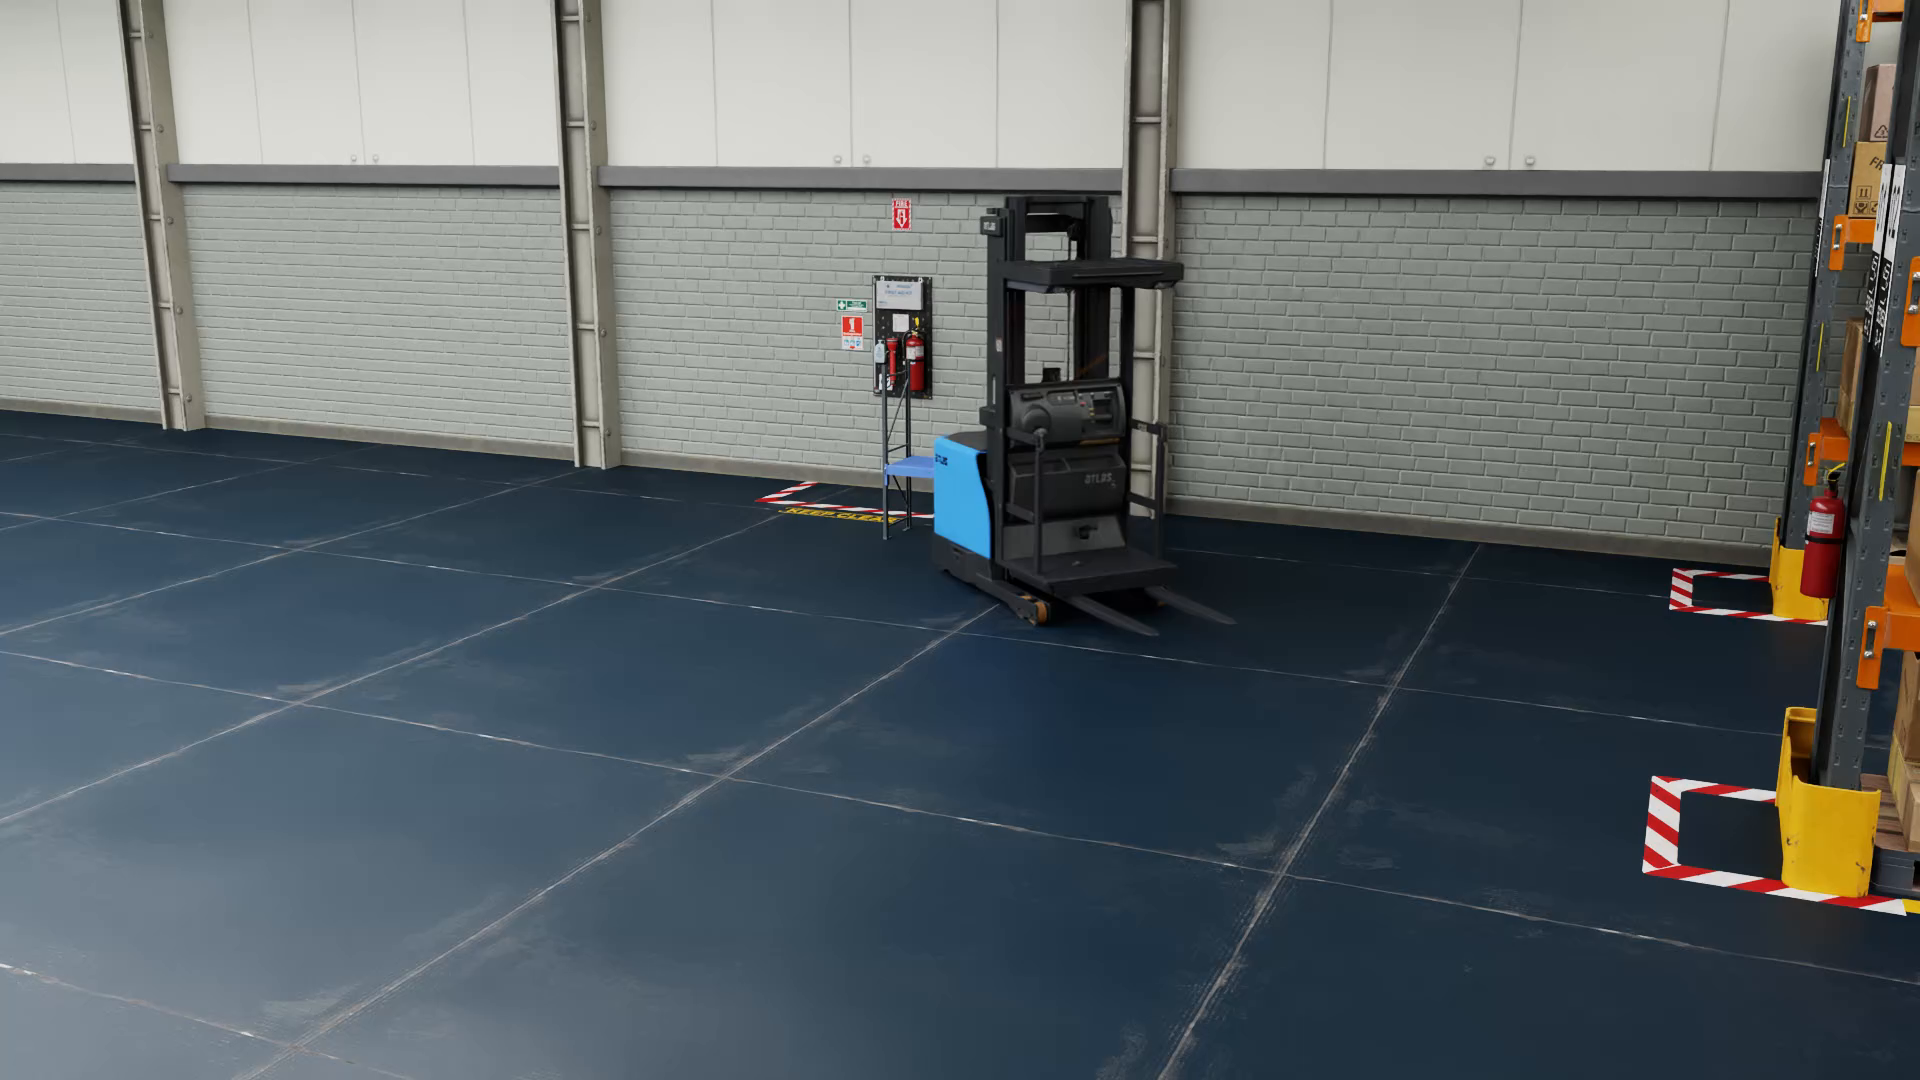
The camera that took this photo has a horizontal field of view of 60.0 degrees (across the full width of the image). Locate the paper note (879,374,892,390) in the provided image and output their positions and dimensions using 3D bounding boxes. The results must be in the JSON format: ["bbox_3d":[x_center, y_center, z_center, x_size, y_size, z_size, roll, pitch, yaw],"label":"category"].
[{"bbox_3d":[-0.721,-1.534,16.156,0.142,0.148,0.016,6,14,23],"label":"paper note"}]

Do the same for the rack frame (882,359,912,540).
[{"bbox_3d":[-0.543,-0.785,14.318,0.032,1.500,0.500,6,14,23],"label":"rack frame"}]

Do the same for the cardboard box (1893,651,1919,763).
[{"bbox_3d":[4.760,0.767,7.878,0.500,0.500,0.500,6,14,23],"label":"cardboard box"}]

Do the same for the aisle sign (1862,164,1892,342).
[{"bbox_3d":[4.208,-1.323,7.635,0.004,0.787,0.394,6,14,23],"label":"aisle sign"}]

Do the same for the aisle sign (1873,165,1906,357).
[{"bbox_3d":[3.965,-1.197,7.101,0.004,0.787,0.394,6,14,23],"label":"aisle sign"}]

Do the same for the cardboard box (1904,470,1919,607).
[{"bbox_3d":[4.571,0.008,7.438,0.500,0.500,0.700,6,14,23],"label":"cardboard box"}]

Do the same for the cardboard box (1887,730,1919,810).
[{"bbox_3d":[4.759,1.132,7.962,0.500,0.250,0.500,6,14,23],"label":"cardboard box"}]

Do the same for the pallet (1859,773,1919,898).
[{"bbox_3d":[4.866,1.430,7.699,1.213,0.211,1.003,6,14,23],"label":"pallet"}]

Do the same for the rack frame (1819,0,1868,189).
[{"bbox_3d":[6.152,-3.945,11.370,0.127,3.000,1.000,6,14,23],"label":"rack frame"}]

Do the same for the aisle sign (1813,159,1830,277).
[{"bbox_3d":[5.965,-2.234,11.520,0.004,0.787,0.394,6,14,23],"label":"aisle sign"}]

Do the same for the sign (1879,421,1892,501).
[{"bbox_3d":[3.919,-0.334,7.045,0.005,0.325,0.100,6,14,23],"label":"sign"}]

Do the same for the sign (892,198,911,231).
[{"bbox_3d":[-0.554,-3.082,15.751,0.199,0.298,0.001,6,14,23],"label":"sign"}]

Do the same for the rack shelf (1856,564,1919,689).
[{"bbox_3d":[5.978,0.546,6.938,4.000,0.370,1.077,6,14,23],"label":"rack shelf"}]

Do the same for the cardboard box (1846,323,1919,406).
[{"bbox_3d":[6.467,-1.219,11.529,0.500,0.500,0.500,6,14,23],"label":"cardboard box"}]

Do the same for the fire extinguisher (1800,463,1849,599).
[{"bbox_3d":[4.229,-0.060,8.113,0.183,0.674,0.296,6,14,23],"label":"fire extinguisher"}]

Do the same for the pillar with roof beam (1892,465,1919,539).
[{"bbox_3d":[5.399,-3.162,8.032,0.400,9.000,9.100,6,14,23],"label":"pillar with roof beam"}]

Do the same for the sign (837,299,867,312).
[{"bbox_3d":[-1.050,-2.278,16.159,0.331,0.109,0.001,6,14,23],"label":"sign"}]

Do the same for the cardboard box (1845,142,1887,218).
[{"bbox_3d":[6.357,-2.460,11.345,0.500,0.500,0.500,6,15,25],"label":"cardboard box"}]

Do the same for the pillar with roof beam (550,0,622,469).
[{"bbox_3d":[-5.572,-4.272,12.764,0.400,9.000,9.100,6,14,23],"label":"pillar with roof beam"}]

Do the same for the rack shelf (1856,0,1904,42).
[{"bbox_3d":[7.981,-3.408,10.664,4.000,0.370,1.077,6,14,23],"label":"rack shelf"}]

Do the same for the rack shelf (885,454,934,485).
[{"bbox_3d":[-0.078,-0.563,14.158,1.000,0.185,0.538,6,14,23],"label":"rack shelf"}]

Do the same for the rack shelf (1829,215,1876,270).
[{"bbox_3d":[7.981,-1.950,11.006,4.000,0.370,1.077,6,14,23],"label":"rack shelf"}]

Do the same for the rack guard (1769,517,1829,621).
[{"bbox_3d":[6.222,0.199,12.311,0.348,0.500,1.175,6,14,23],"label":"rack guard"}]

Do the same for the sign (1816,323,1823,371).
[{"bbox_3d":[5.933,-1.333,11.473,0.005,0.325,0.100,6,14,23],"label":"sign"}]

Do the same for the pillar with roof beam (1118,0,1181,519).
[{"bbox_3d":[-0.087,-3.717,10.398,0.400,9.000,9.100,6,14,23],"label":"pillar with roof beam"}]

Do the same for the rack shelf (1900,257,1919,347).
[{"bbox_3d":[5.978,-0.915,6.595,4.000,0.370,1.077,6,14,23],"label":"rack shelf"}]

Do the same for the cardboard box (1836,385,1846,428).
[{"bbox_3d":[6.658,-0.959,12.058,0.500,0.250,0.500,6,14,24],"label":"cardboard box"}]

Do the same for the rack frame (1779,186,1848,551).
[{"bbox_3d":[6.152,-1.025,12.055,0.127,3.000,1.000,6,14,23],"label":"rack frame"}]

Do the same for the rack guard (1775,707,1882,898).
[{"bbox_3d":[4.127,1.225,7.939,0.348,0.500,1.175,6,14,23],"label":"rack guard"}]

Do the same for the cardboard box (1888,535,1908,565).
[{"bbox_3d":[6.749,0.153,11.959,0.500,0.311,0.500,4,14,17],"label":"cardboard box"}]

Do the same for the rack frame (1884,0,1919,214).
[{"bbox_3d":[4.149,-2.910,6.959,0.127,3.000,1.000,6,14,23],"label":"rack frame"}]

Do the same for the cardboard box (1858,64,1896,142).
[{"bbox_3d":[6.406,-2.944,11.217,0.500,0.500,0.500,5,14,19],"label":"cardboard box"}]

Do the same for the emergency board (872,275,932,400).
[{"bbox_3d":[-0.587,-1.932,15.924,0.643,1.169,0.194,6,14,23],"label":"emergency board"}]

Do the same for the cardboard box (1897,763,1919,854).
[{"bbox_3d":[4.550,1.241,7.501,0.500,0.250,0.500,6,14,23],"label":"cardboard box"}]

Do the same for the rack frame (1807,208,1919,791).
[{"bbox_3d":[4.149,0.010,7.644,0.127,3.000,1.000,6,14,23],"label":"rack frame"}]

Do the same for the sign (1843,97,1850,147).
[{"bbox_3d":[5.933,-2.797,11.130,0.005,0.325,0.100,6,14,23],"label":"sign"}]

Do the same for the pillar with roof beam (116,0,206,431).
[{"bbox_3d":[-11.058,-4.828,15.130,0.400,9.000,9.100,6,14,23],"label":"pillar with roof beam"}]

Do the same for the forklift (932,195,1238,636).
[{"bbox_3d":[0.874,-0.941,11.850,1.130,2.935,3.031,-6,15,-25],"label":"forklift"}]

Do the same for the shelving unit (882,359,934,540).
[{"bbox_3d":[-0.078,-0.738,14.117,1.048,1.500,0.538,6,14,23],"label":"shelving unit"}]

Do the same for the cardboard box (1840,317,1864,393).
[{"bbox_3d":[6.670,-1.327,11.988,0.500,0.500,0.500,6,14,23],"label":"cardboard box"}]

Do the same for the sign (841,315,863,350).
[{"bbox_3d":[-1.051,-2.022,16.229,0.234,0.329,0.001,6,14,23],"label":"sign"}]

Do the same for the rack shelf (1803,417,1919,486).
[{"bbox_3d":[7.981,-0.489,11.349,4.000,0.370,1.077,6,14,23],"label":"rack shelf"}]

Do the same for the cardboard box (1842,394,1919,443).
[{"bbox_3d":[6.470,-0.850,11.595,0.500,0.250,0.500,5,14,22],"label":"cardboard box"}]
